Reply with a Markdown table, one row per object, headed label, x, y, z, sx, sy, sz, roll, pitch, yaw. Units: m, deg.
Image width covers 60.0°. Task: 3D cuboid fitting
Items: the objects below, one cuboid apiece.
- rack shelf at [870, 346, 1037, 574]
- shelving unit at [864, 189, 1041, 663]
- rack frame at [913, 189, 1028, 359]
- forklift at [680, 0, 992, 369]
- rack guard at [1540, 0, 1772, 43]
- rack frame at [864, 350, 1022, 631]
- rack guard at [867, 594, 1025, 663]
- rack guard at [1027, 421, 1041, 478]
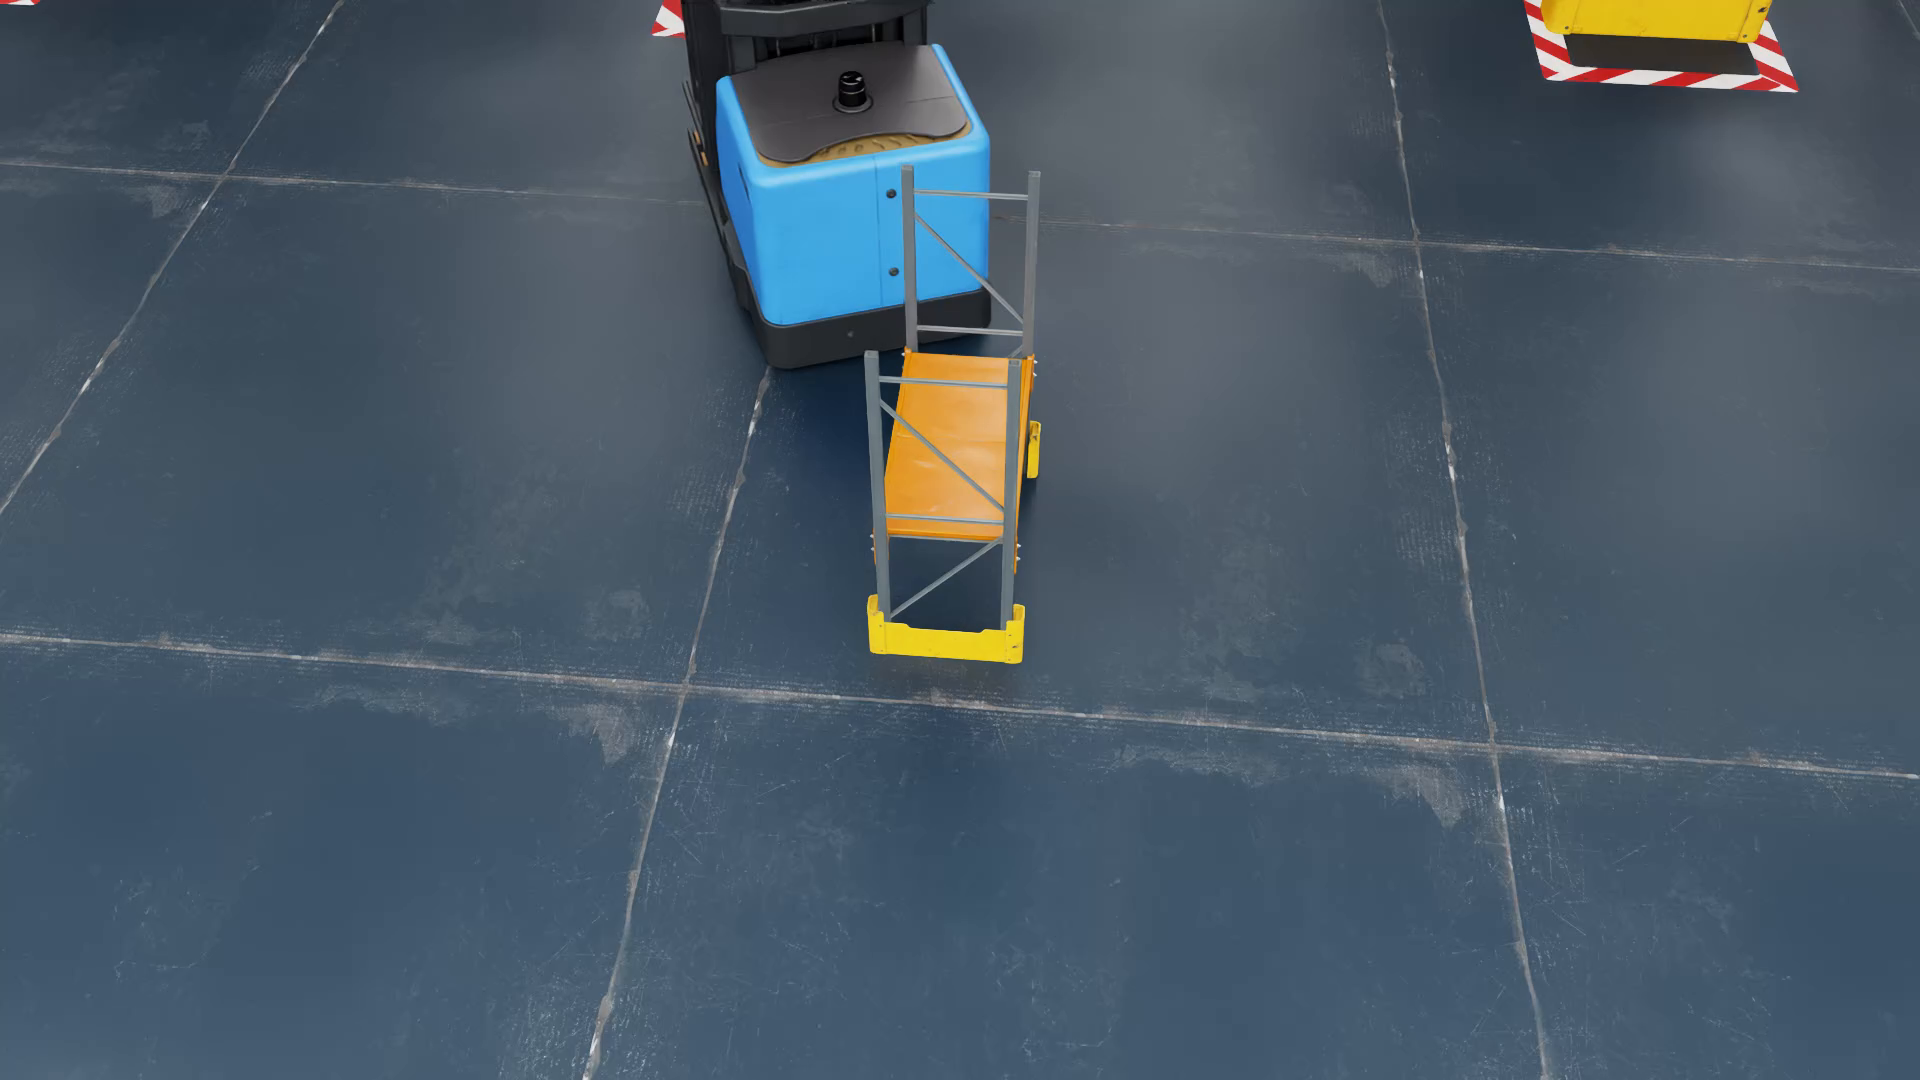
| label | x | y | z | sx | sy | sz | roll | pitch | yaw |
| --- | --- | --- | --- | --- | --- | --- | --- | --- | --- |
| rack shelf | -0.008 | -0.322 | 6.298 | 0.538 | 0.185 | 1.000 | 4 | 48 | 4 |
| shelving unit | -0.007 | -0.450 | 6.171 | 0.587 | 1.500 | 1.083 | 4 | 48 | 4 |
| rack frame | 0.040 | -0.817 | 6.507 | 0.475 | 1.308 | 0.013 | 4 | 48 | 4 |
| forklift | -0.759 | -2.861 | 7.406 | 1.130 | 2.935 | 3.031 | -12 | 49 | -11 |
| rack guard | 3.916 | -3.118 | 9.289 | 1.175 | 0.500 | 0.348 | 4 | 48 | 4 |
| rack frame | -0.054 | -0.070 | 5.824 | 0.500 | 1.500 | 0.032 | 4 | 48 | 4 |
| rack guard | -0.052 | 0.338 | 6.298 | 0.587 | 0.250 | 0.087 | 4 | 48 | 4 |
| rack guard | 0.038 | -0.394 | 6.967 | 0.587 | 0.250 | 0.087 | 4 | 48 | 4 |
